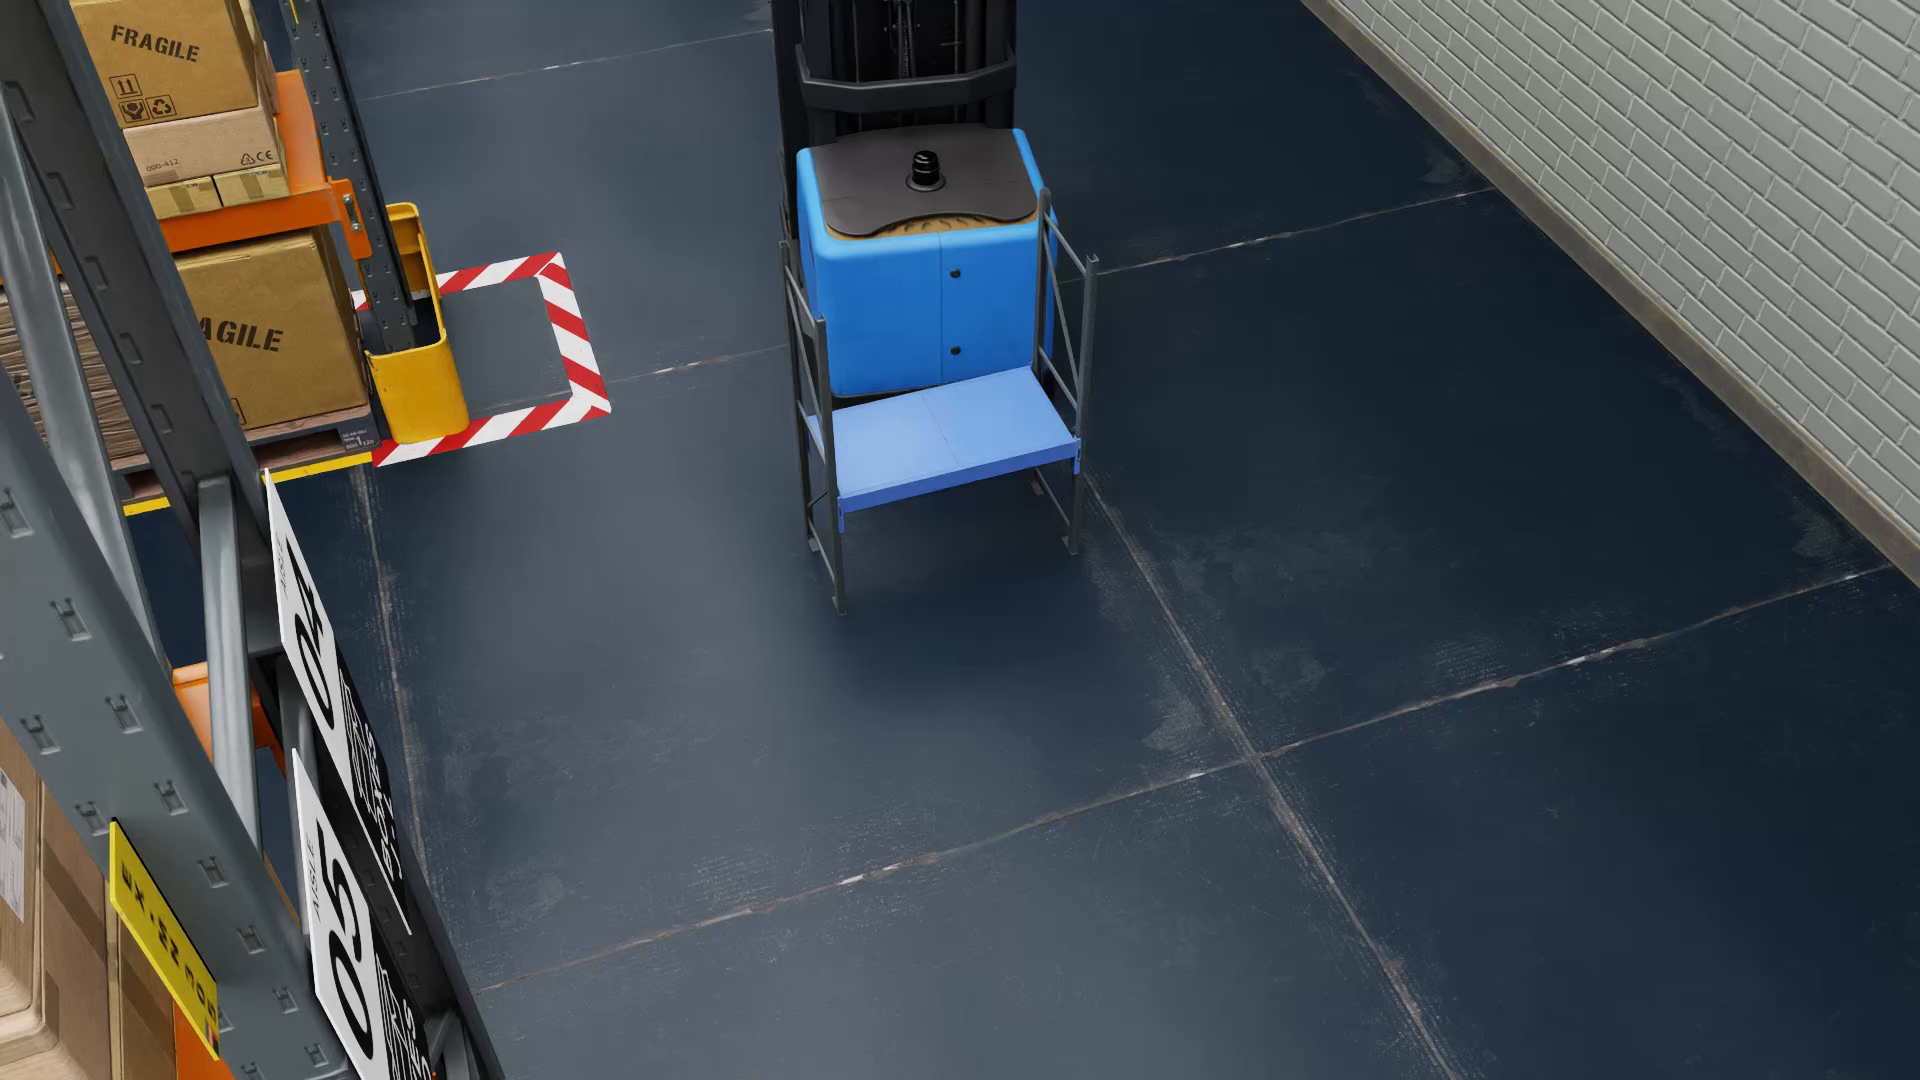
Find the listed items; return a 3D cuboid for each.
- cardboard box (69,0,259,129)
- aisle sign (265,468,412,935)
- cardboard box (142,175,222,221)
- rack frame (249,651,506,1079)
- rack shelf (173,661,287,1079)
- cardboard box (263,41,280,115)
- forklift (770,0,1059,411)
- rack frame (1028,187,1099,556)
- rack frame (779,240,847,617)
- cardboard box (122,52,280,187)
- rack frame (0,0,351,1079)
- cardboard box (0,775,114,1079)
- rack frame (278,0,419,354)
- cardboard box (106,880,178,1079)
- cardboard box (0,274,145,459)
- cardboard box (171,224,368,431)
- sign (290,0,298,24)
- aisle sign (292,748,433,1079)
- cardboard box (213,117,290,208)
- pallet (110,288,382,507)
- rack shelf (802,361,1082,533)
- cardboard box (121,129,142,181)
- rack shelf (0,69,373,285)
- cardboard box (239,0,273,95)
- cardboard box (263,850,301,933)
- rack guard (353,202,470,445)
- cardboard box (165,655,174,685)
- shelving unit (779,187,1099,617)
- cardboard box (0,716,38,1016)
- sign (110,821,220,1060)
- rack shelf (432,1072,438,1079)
[{"bbox_3d":[-2.970,-1.924,6.226,0.500,0.500,0.500,-14,47,-13],"label":"cardboard box"},{"bbox_3d":[-1.045,0.294,2.813,0.004,0.787,0.394,-14,47,-14],"label":"aisle sign"},{"bbox_3d":[-3.068,-1.443,6.557,0.250,0.149,0.380,-14,47,-13],"label":"cardboard box"},{"bbox_3d":[-1.012,1.429,3.517,0.127,3.000,1.000,-14,47,-14],"label":"rack frame"},{"bbox_3d":[-2.893,1.105,2.230,4.000,0.370,1.077,-14,47,-14],"label":"rack shelf"},{"bbox_3d":[-3.047,-1.946,7.058,0.250,0.149,0.380,-14,47,-13],"label":"cardboard box"},{"bbox_3d":[-0.334,-2.543,7.525,1.130,2.935,3.031,-7,46,-7],"label":"forklift"},{"bbox_3d":[0.398,-0.631,6.629,0.032,1.500,0.500,-14,47,-14],"label":"rack frame"},{"bbox_3d":[-0.558,-0.387,6.386,0.032,1.500,0.500,-14,47,-14],"label":"rack frame"},{"bbox_3d":[-2.967,-1.659,6.490,0.500,0.250,0.500,-15,47,-14],"label":"cardboard box"},{"bbox_3d":[-1.012,-0.689,1.393,0.127,3.000,1.000,-14,47,-14],"label":"rack frame"},{"bbox_3d":[-1.359,0.527,2.052,0.500,0.250,0.500,-16,47,-15],"label":"cardboard box"},{"bbox_3d":[-2.601,-1.900,6.835,0.127,3.000,1.000,-14,47,-14],"label":"rack frame"},{"bbox_3d":[-1.350,0.709,2.223,0.500,0.250,0.500,-15,47,-15],"label":"cardboard box"},{"bbox_3d":[-4.032,-0.872,7.014,0.875,0.875,0.875,-14,47,-14],"label":"cardboard box"},{"bbox_3d":[-3.176,-1.091,7.232,0.875,0.875,0.875,-14,47,-14],"label":"cardboard box"},{"bbox_3d":[-2.430,-2.027,5.977,0.005,0.325,0.100,-14,47,-14],"label":"sign"},{"bbox_3d":[-0.842,0.693,2.415,0.004,0.787,0.394,-14,47,-14],"label":"aisle sign"},{"bbox_3d":[-2.824,-1.506,6.620,0.250,0.149,0.380,-14,47,-13],"label":"cardboard box"},{"bbox_3d":[-3.327,-0.671,7.579,1.213,0.211,1.003,-14,47,-14],"label":"pallet"},{"bbox_3d":[-0.080,-0.382,6.635,1.000,0.185,0.538,-14,47,-14],"label":"rack shelf"},{"bbox_3d":[-3.444,-1.537,6.369,0.500,0.250,0.500,-15,47,-15],"label":"cardboard box"},{"bbox_3d":[-4.482,-1.165,6.610,4.000,0.370,1.077,-14,47,-14],"label":"rack shelf"},{"bbox_3d":[-3.144,-2.016,6.847,0.500,0.250,0.500,-16,47,-15],"label":"cardboard box"},{"bbox_3d":[-1.525,0.867,3.091,0.500,0.500,0.500,-15,47,-14],"label":"cardboard box"},{"bbox_3d":[-2.579,-1.023,7.726,0.348,0.500,1.175,-14,47,-14],"label":"rack guard"},{"bbox_3d":[-1.521,0.361,2.570,0.500,0.250,0.500,-13,46,-12],"label":"cardboard box"},{"bbox_3d":[-0.080,-0.509,6.508,1.048,1.500,0.538,-14,47,-14],"label":"shelving unit"},{"bbox_3d":[-1.225,0.381,1.915,0.250,0.149,0.380,-15,47,-14],"label":"cardboard box"},{"bbox_3d":[-0.843,0.432,1.768,0.005,0.325,0.100,-14,47,-14],"label":"sign"},{"bbox_3d":[-2.893,2.164,3.293,4.000,0.370,1.077,-14,47,-14],"label":"rack shelf"}]
